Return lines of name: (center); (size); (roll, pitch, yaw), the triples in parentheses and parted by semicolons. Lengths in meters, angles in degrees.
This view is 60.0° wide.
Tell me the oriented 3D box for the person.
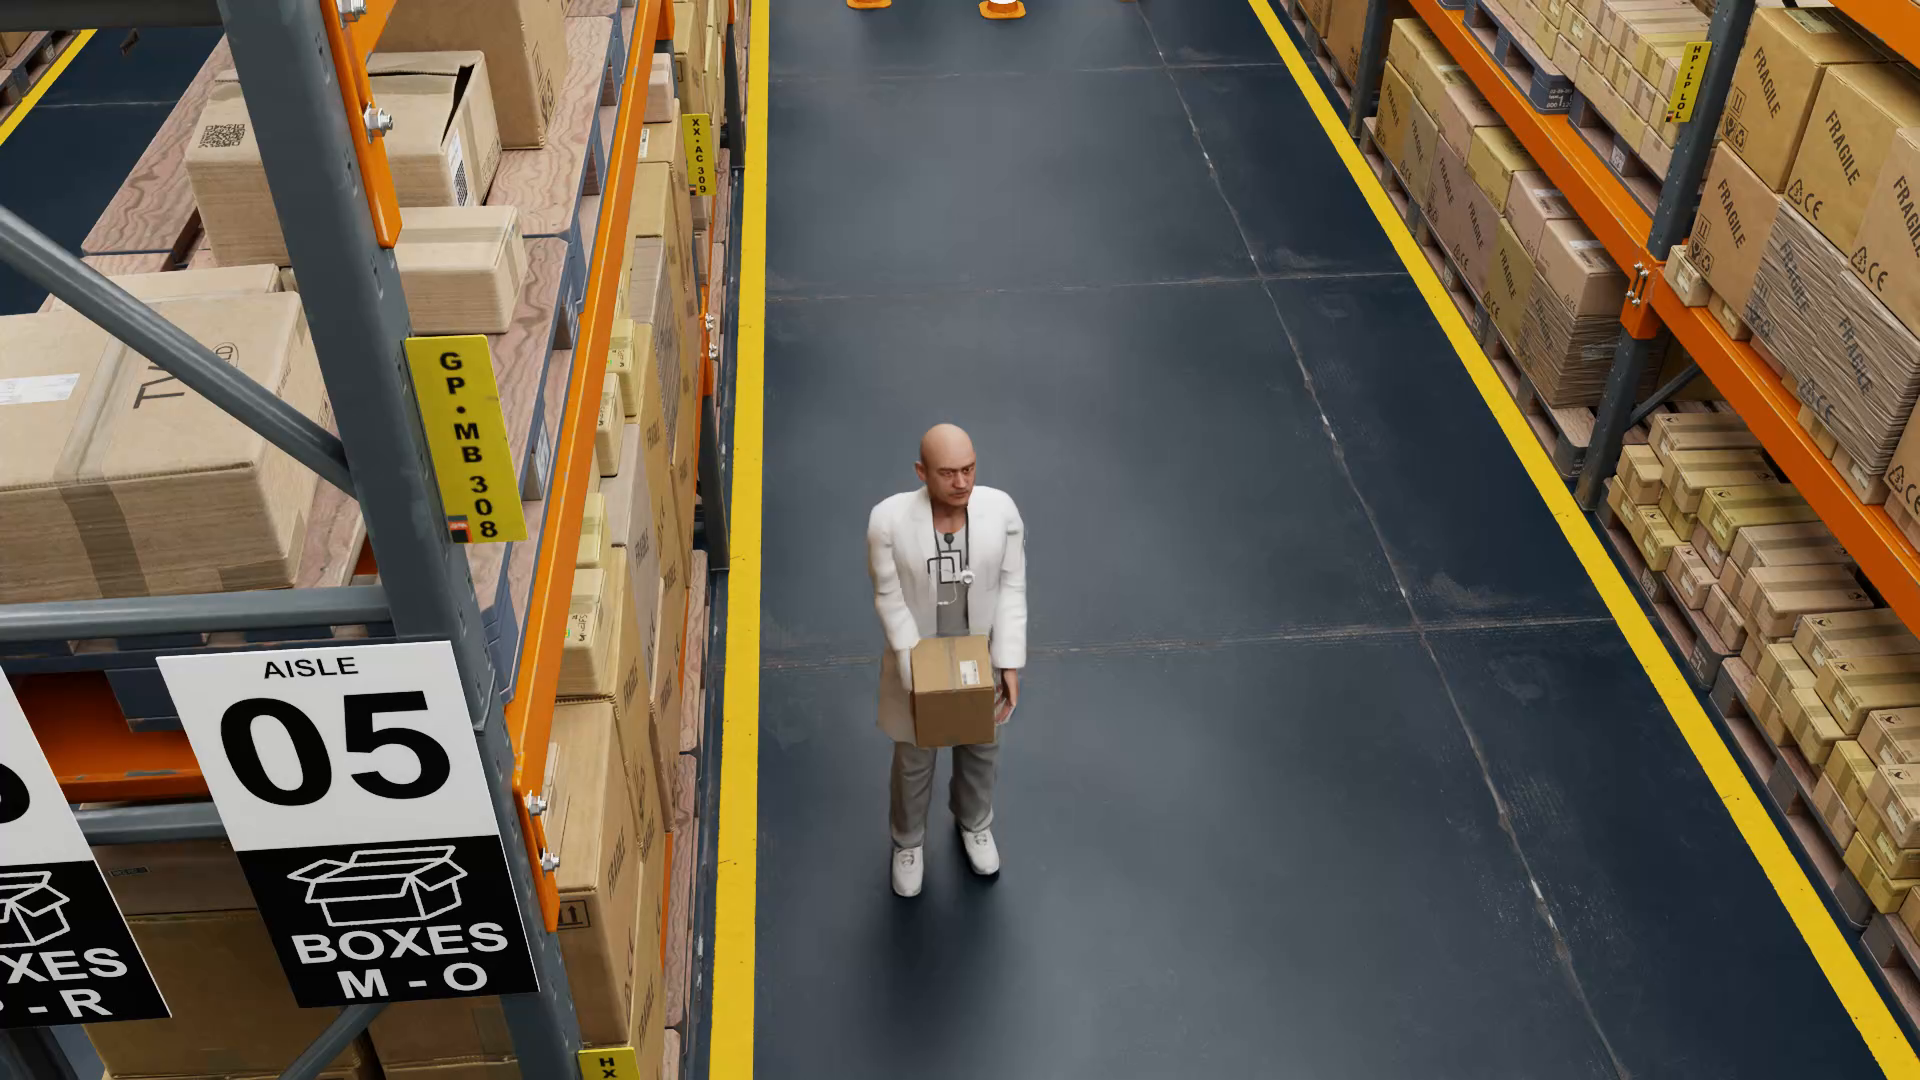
person: (-0.019, 0.458, 5.589); (0.542, 1.779, 0.550); (-10, 40, -12)
